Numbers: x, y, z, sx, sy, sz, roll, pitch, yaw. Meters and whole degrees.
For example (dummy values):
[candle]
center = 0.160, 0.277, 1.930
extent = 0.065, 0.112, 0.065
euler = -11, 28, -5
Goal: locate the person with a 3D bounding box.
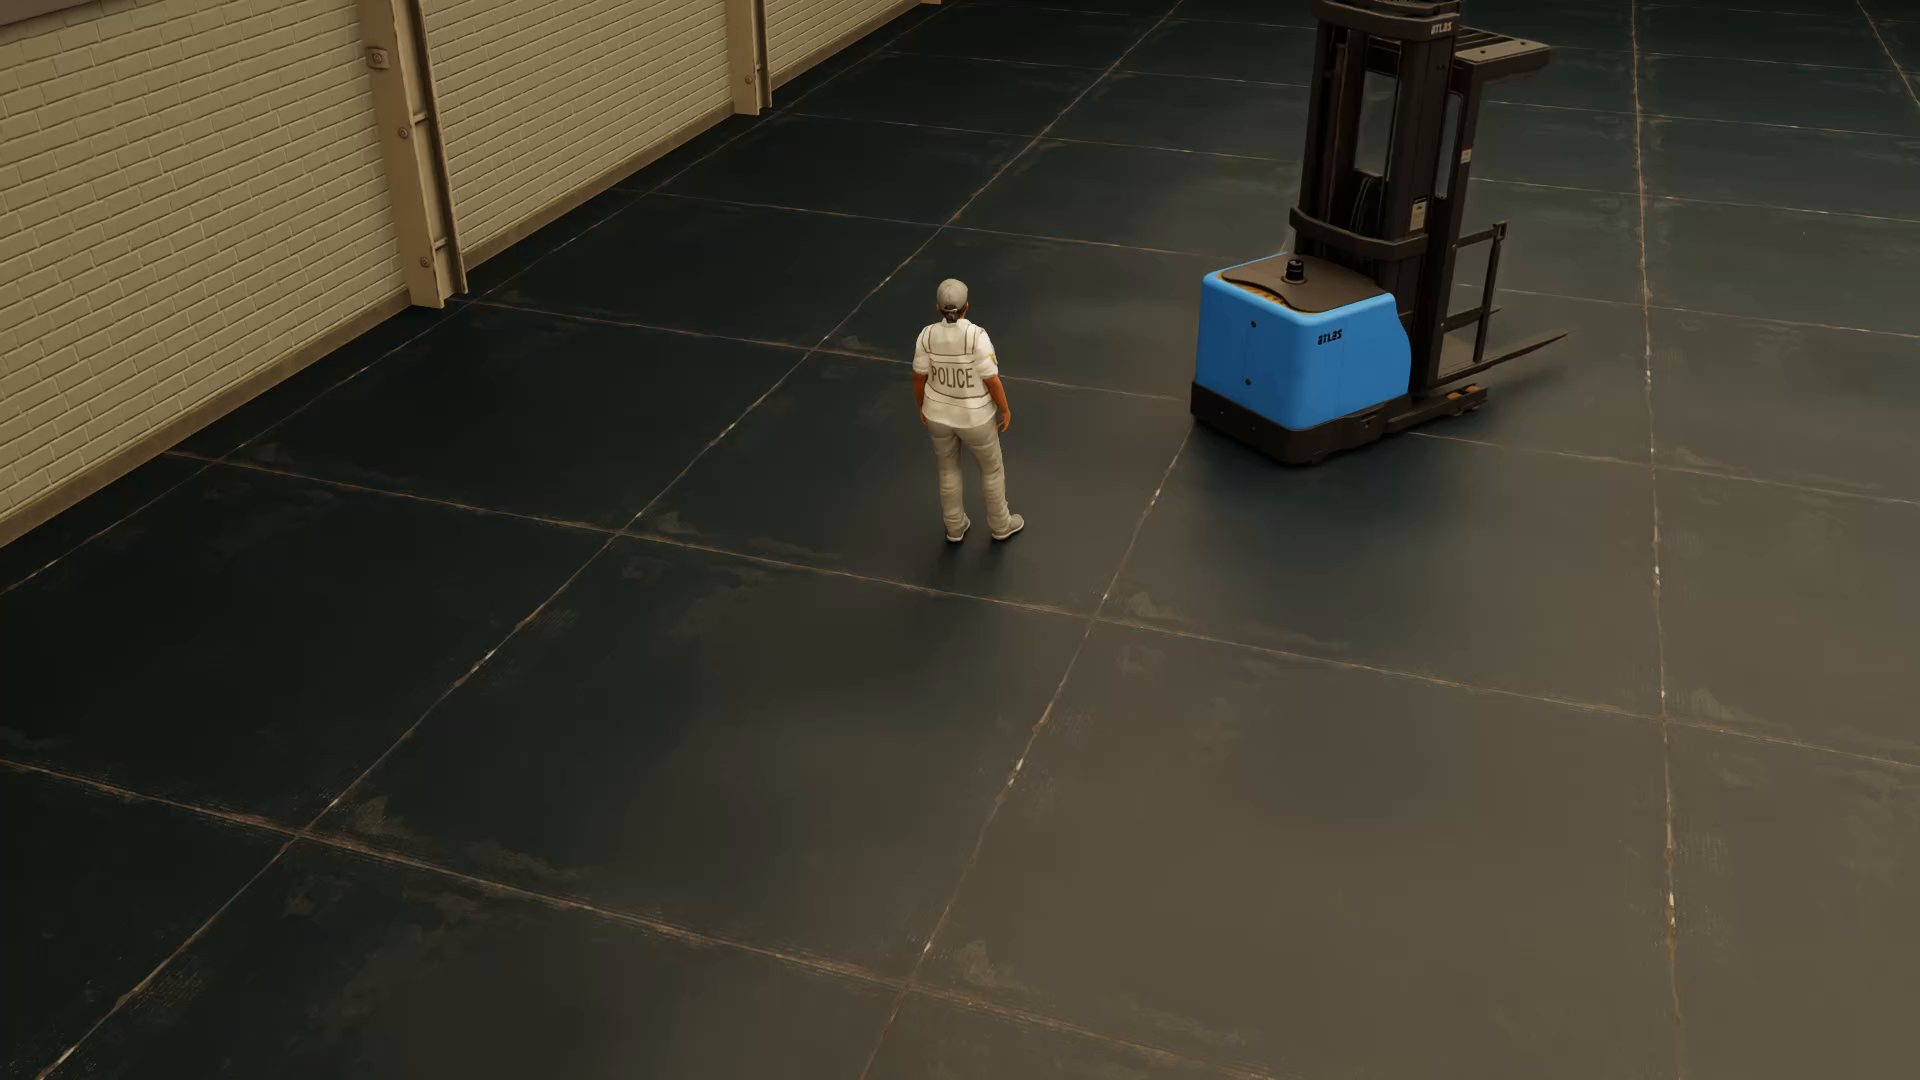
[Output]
[person]
center = 0.047, -0.762, 9.736
extent = 0.598, 1.670, 0.529
euler = 10, 31, 16

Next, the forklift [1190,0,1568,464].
[forklift]
center = 3.091, -2.328, 11.221
extent = 3.031, 2.935, 1.130
euler = -19, 35, -30
